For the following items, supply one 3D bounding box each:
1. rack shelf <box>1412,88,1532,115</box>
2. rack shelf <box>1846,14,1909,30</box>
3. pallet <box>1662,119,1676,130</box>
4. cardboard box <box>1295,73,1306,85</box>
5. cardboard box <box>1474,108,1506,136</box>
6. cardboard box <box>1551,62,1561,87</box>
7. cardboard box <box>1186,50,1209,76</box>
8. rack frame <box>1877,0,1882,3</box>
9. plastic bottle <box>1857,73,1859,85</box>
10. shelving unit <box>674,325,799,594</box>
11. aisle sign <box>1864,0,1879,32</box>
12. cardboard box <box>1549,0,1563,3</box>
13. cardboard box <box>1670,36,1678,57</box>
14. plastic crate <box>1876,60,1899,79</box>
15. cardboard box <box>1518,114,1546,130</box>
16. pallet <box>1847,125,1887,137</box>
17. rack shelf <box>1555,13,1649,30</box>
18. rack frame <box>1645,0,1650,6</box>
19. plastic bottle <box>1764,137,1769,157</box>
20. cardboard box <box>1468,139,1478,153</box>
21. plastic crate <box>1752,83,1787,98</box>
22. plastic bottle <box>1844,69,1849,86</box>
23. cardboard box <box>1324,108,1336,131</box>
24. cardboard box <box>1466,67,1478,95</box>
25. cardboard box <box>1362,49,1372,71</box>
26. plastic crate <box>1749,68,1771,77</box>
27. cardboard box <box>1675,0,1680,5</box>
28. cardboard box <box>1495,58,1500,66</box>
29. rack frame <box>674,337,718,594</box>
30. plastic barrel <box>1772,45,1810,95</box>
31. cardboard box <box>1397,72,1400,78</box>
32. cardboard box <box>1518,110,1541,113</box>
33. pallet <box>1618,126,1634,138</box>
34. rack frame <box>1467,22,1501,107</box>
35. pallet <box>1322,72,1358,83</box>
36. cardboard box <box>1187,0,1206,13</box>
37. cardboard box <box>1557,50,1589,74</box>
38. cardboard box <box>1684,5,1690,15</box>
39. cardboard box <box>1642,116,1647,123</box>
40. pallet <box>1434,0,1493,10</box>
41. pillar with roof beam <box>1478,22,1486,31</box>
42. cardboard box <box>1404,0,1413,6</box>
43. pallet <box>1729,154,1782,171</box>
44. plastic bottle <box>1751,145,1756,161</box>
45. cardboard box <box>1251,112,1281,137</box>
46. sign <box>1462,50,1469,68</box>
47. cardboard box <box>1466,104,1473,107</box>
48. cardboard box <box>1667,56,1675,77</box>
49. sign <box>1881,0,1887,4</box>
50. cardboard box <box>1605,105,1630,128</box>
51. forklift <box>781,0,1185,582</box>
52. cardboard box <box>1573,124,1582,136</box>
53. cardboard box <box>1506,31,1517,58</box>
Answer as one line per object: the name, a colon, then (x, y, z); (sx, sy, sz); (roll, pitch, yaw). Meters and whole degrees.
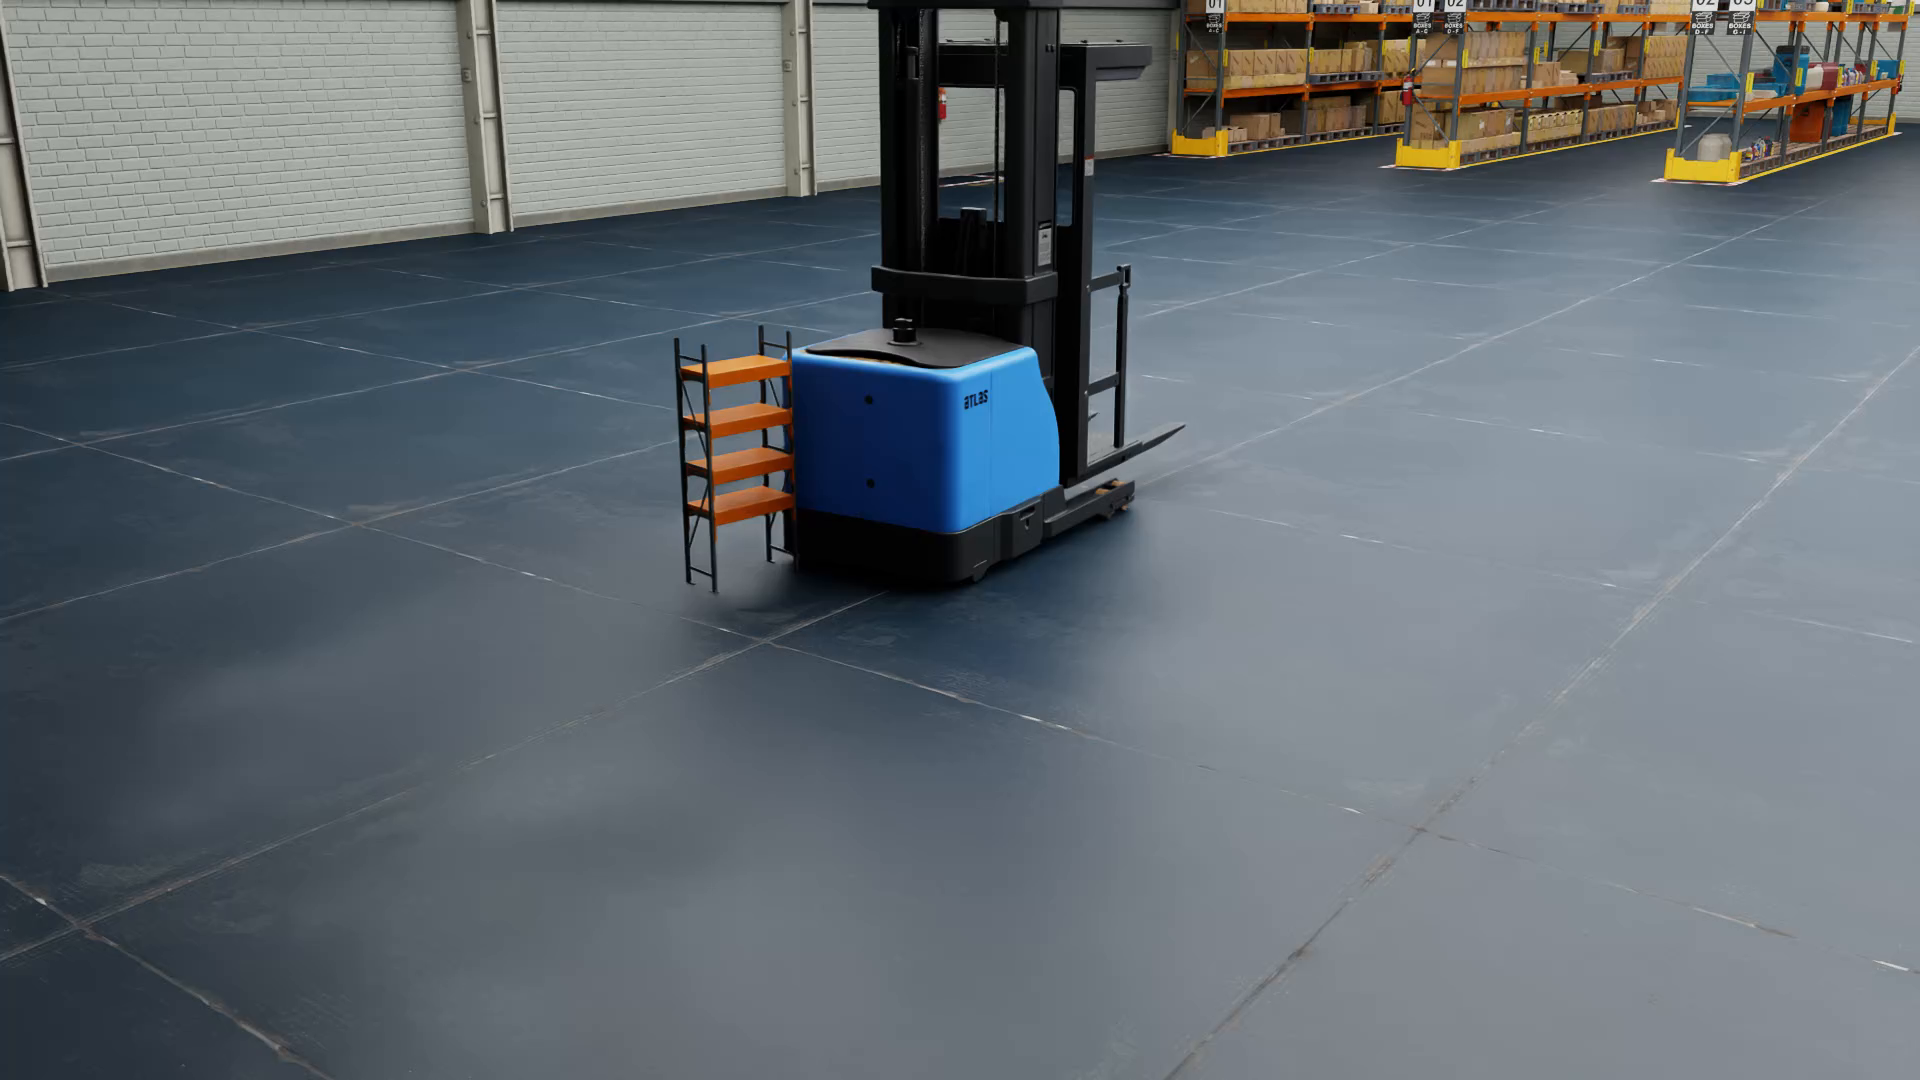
rack shelf: (10.095, -8.685, 32.866); (1.077, 0.370, 4.000); (12, 21, 35)
rack shelf: (21.221, -12.099, 38.804); (1.077, 0.370, 4.000); (12, 21, 35)
pallet: (17.917, -10.823, 43.241); (1.003, 0.211, 1.213); (12, 21, 35)
cardboard box: (7.268, -10.151, 36.593); (0.500, 0.250, 0.500); (12, 21, 35)
cardboard box: (10.584, -8.365, 33.285); (0.500, 0.500, 0.500); (12, 21, 35)
cardboard box: (12.684, -10.103, 36.050); (0.500, 0.500, 0.500); (11, 20, 32)
cardboard box: (5.033, -9.873, 34.432); (0.500, 0.500, 0.500); (12, 21, 34)
rack frame: (20.029, -13.399, 36.718); (1.000, 3.000, 0.127); (12, 21, 35)
plastic bottle: (19.837, -10.237, 36.860); (0.152, 0.276, 0.135); (12, 21, 35)
shelving unit: (-1.064, -0.391, 7.981); (0.503, 1.200, 0.258); (-16, 23, -41)
aisle sign: (22.217, -12.798, 40.515); (0.394, 0.787, 0.004); (12, 21, 35)
cardboard box: (12.475, -11.511, 35.240); (0.500, 0.250, 0.500); (10, 20, 30)
cardboard box: (17.787, -12.489, 42.048); (0.500, 0.500, 0.500); (13, 22, 36)
plastic crate: (22.363, -11.420, 40.299); (0.616, 0.435, 0.499); (12, 21, 35)
cardboard box: (12.036, -8.833, 35.112); (0.500, 0.311, 0.500); (12, 21, 34)
pallet: (21.890, -9.966, 40.479); (1.003, 0.211, 1.213); (12, 21, 35)
rack shelf: (14.862, -12.023, 38.557); (1.077, 0.370, 4.000); (12, 21, 35)
rack frame: (16.054, -14.275, 39.540); (1.000, 3.000, 0.127); (12, 21, 35)
plastic bottle: (14.996, -7.324, 30.995); (0.144, 0.351, 0.185); (11, 20, 32)
cardboard box: (9.697, -7.648, 32.241); (0.500, 0.250, 0.500); (12, 21, 35)
plastic crate: (14.821, -8.246, 30.491); (0.499, 0.251, 0.616); (12, 21, 35)
plastic bottle: (19.088, -9.972, 35.879); (0.144, 0.351, 0.185); (12, 21, 35)
cardboard box: (8.336, -9.820, 38.782); (0.700, 0.500, 0.500); (13, 21, 35)
cardboard box: (9.501, -8.835, 31.967); (0.700, 0.500, 0.500); (13, 22, 36)
cardboard box: (9.418, -11.476, 39.731); (0.700, 0.500, 0.500); (10, 20, 28)
plastic crate: (15.306, -8.829, 32.008); (0.402, 0.464, 0.583); (12, 21, 35)
cardboard box: (17.737, -13.558, 41.696); (0.500, 0.250, 0.500); (12, 21, 35)
cardboard box: (10.383, -9.394, 32.674); (0.380, 0.149, 0.250); (13, 22, 36)
rack frame: (-1.241, -0.342, 7.820); (0.015, 1.200, 0.240); (-16, 23, -41)
plastic barrel: (15.736, -8.907, 31.522); (0.600, 0.901, 0.708); (12, 21, 35)
cardboard box: (10.654, -11.511, 41.143); (0.380, 0.149, 0.250); (13, 21, 36)
cardboard box: (12.510, -9.292, 36.592); (0.500, 0.311, 0.500); (12, 21, 33)
pallet: (15.599, -9.878, 40.198); (1.003, 0.211, 1.213); (12, 21, 35)
rack frame: (14.456, -13.238, 46.313); (1.000, 3.000, 0.127); (12, 21, 35)
pallet: (8.543, -10.762, 38.664); (1.003, 0.211, 1.213); (12, 21, 35)
cardboard box: (4.968, -11.061, 34.043); (0.500, 0.500, 0.500); (14, 22, 39)
cardboard box: (13.955, -10.876, 37.832); (0.700, 0.500, 0.500); (5, 18, 16)
cardboard box: (18.343, -13.555, 42.531); (0.500, 0.250, 0.500); (12, 21, 35)
cardboard box: (16.985, -10.537, 41.652); (0.380, 0.166, 0.250); (12, 21, 35)
pallet: (9.346, -10.106, 31.321); (1.003, 0.211, 1.213); (12, 21, 35)
pillar with roof beam: (18.828, -16.138, 45.537); (9.100, 9.000, 0.400); (12, 21, 35)
cardboard box: (10.831, -13.533, 41.297); (0.700, 0.500, 0.500); (12, 21, 35)
pallet: (14.829, -7.144, 31.394); (1.003, 0.211, 1.213); (12, 21, 35)
plastic bottle: (14.360, -7.016, 30.118); (0.061, 0.283, 0.133); (13, 21, 36)
cardboard box: (6.720, -9.141, 36.596); (0.500, 0.500, 0.500); (11, 20, 31)
sign: (9.346, -8.904, 30.765); (0.100, 0.325, 0.005); (12, 21, 35)
cardboard box: (13.522, -11.821, 45.258); (0.700, 0.500, 0.500); (12, 21, 33)
cardboard box: (17.781, -12.014, 42.205); (0.500, 0.500, 0.500); (13, 21, 35)
sign: (20.470, -11.873, 36.847); (0.100, 0.325, 0.005); (12, 21, 35)
cardboard box: (15.688, -10.142, 39.819); (0.500, 0.500, 0.500); (13, 21, 35)
forklift: (0.318, -1.582, 8.895); (1.130, 2.935, 3.031); (10, 20, 30)
cardboard box: (13.553, -9.177, 37.165); (0.500, 0.250, 0.500); (13, 21, 36)
cardboard box: (10.728, -9.945, 33.354); (0.700, 0.500, 0.500); (12, 21, 35)
